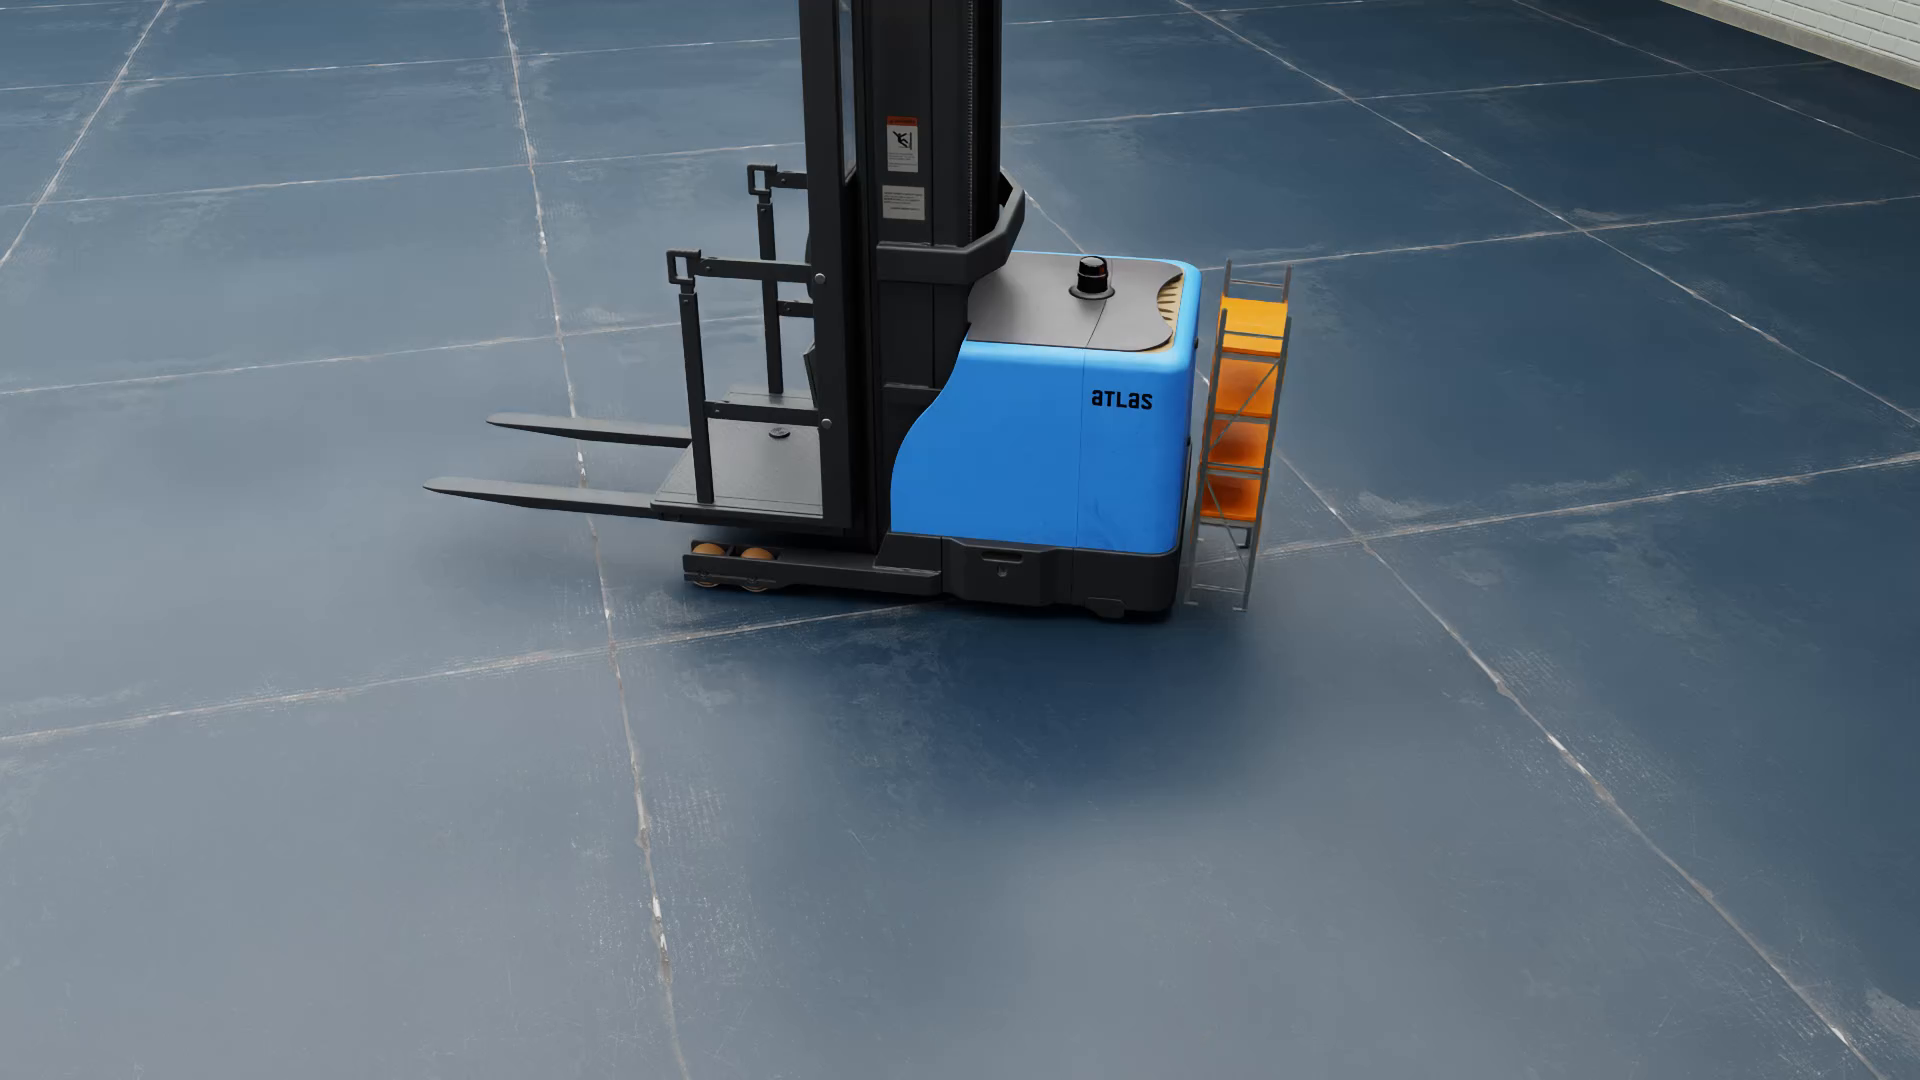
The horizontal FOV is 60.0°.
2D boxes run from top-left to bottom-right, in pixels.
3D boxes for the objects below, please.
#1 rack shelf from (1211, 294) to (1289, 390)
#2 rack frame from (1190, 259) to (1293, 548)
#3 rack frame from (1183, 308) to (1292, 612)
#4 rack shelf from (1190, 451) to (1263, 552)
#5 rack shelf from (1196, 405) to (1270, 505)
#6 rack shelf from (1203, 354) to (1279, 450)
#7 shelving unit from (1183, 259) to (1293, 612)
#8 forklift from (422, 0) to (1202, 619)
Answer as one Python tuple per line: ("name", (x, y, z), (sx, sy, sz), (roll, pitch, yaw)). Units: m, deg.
("rack shelf", (1.050, -0.720, 6.002), (0.258, 0.148, 0.480), (7, 31, 7))
("rack frame", (1.075, -0.502, 6.409), (0.240, 1.200, 0.015), (7, 31, 7))
("rack frame", (0.991, -0.261, 5.993), (0.240, 1.200, 0.015), (7, 31, 7))
("rack shelf", (1.022, -0.153, 6.336), (0.258, 0.148, 0.480), (7, 31, 7))
("rack shelf", (1.030, -0.324, 6.235), (0.258, 0.148, 0.480), (7, 31, 7))
("rack shelf", (1.040, -0.517, 6.122), (0.258, 0.148, 0.480), (7, 31, 7))
("shelving unit", (1.033, -0.382, 6.201), (0.258, 1.200, 0.503), (7, 31, 7))
("forklift", (-0.613, -1.323, 6.110), (3.031, 2.935, 1.130), (5, 30, 9))
